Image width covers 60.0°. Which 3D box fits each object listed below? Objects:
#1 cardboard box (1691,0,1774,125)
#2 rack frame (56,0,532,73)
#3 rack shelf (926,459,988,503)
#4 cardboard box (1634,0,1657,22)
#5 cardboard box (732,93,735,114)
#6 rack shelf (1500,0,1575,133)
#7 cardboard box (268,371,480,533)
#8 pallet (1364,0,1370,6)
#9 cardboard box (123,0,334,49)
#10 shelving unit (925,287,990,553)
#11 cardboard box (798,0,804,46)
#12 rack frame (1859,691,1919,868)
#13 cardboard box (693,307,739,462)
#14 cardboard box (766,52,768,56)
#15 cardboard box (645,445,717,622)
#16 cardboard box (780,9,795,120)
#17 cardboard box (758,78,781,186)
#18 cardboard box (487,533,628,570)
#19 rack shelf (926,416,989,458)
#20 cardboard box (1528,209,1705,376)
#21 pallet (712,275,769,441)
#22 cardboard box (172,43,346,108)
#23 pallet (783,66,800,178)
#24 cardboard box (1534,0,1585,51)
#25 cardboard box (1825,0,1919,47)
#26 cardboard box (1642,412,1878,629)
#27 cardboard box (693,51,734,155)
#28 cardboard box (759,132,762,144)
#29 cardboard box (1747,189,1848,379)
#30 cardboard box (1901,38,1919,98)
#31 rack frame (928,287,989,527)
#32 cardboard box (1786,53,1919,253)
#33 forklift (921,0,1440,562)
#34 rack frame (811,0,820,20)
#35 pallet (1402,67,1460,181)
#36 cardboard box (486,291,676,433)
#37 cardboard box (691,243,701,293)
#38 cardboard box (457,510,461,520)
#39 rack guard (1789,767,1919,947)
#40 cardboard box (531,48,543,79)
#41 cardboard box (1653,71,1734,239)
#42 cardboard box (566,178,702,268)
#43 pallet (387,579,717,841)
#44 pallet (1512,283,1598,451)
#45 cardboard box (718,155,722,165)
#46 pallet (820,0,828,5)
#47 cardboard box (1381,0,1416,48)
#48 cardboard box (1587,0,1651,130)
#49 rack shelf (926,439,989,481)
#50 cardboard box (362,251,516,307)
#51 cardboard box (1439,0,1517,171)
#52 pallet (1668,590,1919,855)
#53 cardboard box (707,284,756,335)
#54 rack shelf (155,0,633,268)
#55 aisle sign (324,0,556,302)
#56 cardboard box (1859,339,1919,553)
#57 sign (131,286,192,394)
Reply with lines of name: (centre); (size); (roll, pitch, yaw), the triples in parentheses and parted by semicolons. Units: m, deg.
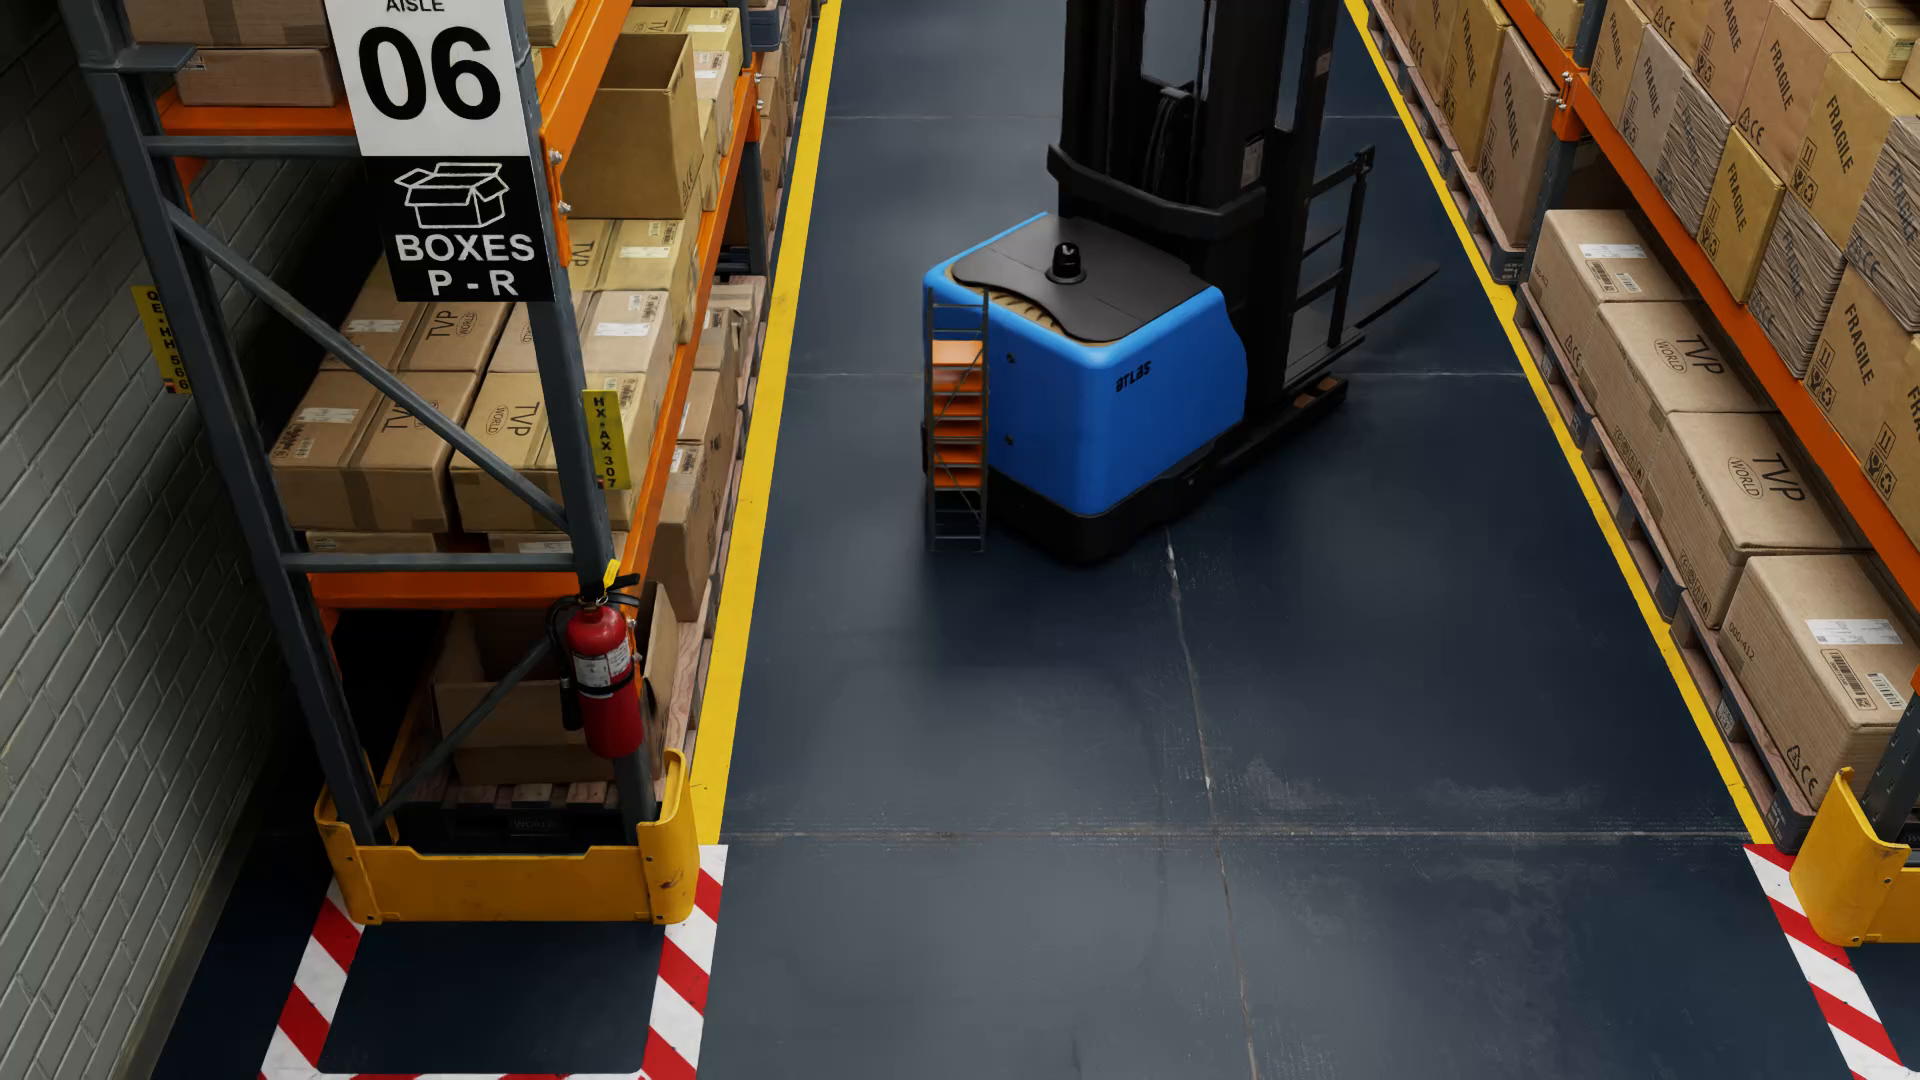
cardboard box: (3.203, -1.932, 6.382); (0.500, 0.500, 0.500); (1, 39, 1)
rack frame: (-1.498, -2.270, 2.887); (1.000, 3.000, 0.127); (0, 39, 0)
rack shelf: (-0.009, -0.251, 7.058); (0.258, 0.103, 0.180); (1, 39, 1)
cardboard box: (3.219, -2.568, 7.176); (0.500, 0.500, 0.500); (0, 39, 0)
cardboard box: (-1.228, -1.971, 7.511); (0.380, 0.149, 0.250); (1, 39, 1)
rack shelf: (3.459, -3.407, 9.678); (1.077, 0.370, 4.000); (0, 39, 0)
cardboard box: (-1.764, -0.274, 5.076); (0.500, 0.250, 0.500); (1, 39, 1)
pallet: (3.457, -4.339, 12.495); (1.003, 0.211, 1.213); (0, 39, 0)
cardboard box: (-1.771, -1.435, 4.126); (0.500, 0.250, 0.500); (-1, 39, -1)
shelving unit: (-0.009, -0.473, 6.880); (0.258, 1.200, 0.189); (1, 39, 1)
cardboard box: (-1.302, -3.543, 10.936); (0.500, 0.500, 0.500); (-1, 39, -1)
rack frame: (3.465, 0.065, 4.771); (1.000, 3.000, 0.127); (0, 39, 0)
cardboard box: (-1.367, -0.684, 7.368); (0.700, 0.500, 0.500); (-1, 39, -2)
cardboard box: (-1.301, -2.913, 9.631); (0.380, 0.149, 0.250); (1, 39, 2)
cardboard box: (-1.366, -0.035, 6.558); (0.700, 0.500, 0.500); (1, 39, 2)
cardboard box: (-1.279, -2.891, 10.122); (0.500, 0.500, 0.500); (-1, 39, -2)
cardboard box: (-1.289, -2.255, 9.328); (0.500, 0.500, 0.500); (-1, 39, -1)
cardboard box: (-1.224, -0.037, 5.099); (0.380, 0.149, 0.250); (0, 39, 0)
rack shelf: (-0.009, -0.438, 6.908); (0.258, 0.103, 0.180); (1, 39, 1)
cardboard box: (3.354, -1.208, 8.072); (0.875, 0.438, 0.875); (-1, 39, -1)
pallet: (-1.503, -0.913, 8.221); (1.003, 0.211, 1.213); (0, 39, 0)
cardboard box: (-1.730, -1.202, 4.153); (0.380, 0.149, 0.250); (1, 39, 1)
pallet: (-1.546, -2.616, 10.346); (1.003, 0.211, 1.213); (0, 39, 0)
cardboard box: (3.208, -2.658, 8.289); (0.500, 0.250, 0.500); (-1, 39, -1)
cardboard box: (3.227, -1.804, 5.704); (0.380, 0.149, 0.250); (1, 39, 1)
cardboard box: (3.355, -0.084, 6.670); (0.875, 0.438, 0.875); (1, 39, 1)
cardboard box: (-1.243, -1.857, 7.050); (0.500, 0.250, 0.500); (0, 39, 0)
cardboard box: (-1.237, -2.097, 8.612); (0.380, 0.149, 0.250); (2, 39, 2)
cardboard box: (3.204, -0.911, 5.908); (0.500, 0.500, 0.500); (1, 39, 1)
cardboard box: (3.267, -1.483, 5.304); (0.380, 0.149, 0.250); (0, 39, 0)
rack frame: (-0.007, -0.530, 6.952); (0.240, 1.200, 0.006); (1, 39, 1)
cardboard box: (3.200, -1.302, 5.596); (0.500, 0.500, 0.500); (0, 39, 0)
forklift: (1.215, -1.872, 7.242); (1.130, 2.935, 3.031); (31, 48, 33)
rack frame: (-1.507, -4.932, 11.006); (1.000, 3.000, 0.127); (0, 39, 0)
pallet: (3.380, -2.596, 10.320); (1.003, 0.211, 1.213); (0, 39, 0)
cardboard box: (-1.230, -0.586, 5.465); (0.500, 0.250, 0.500); (0, 39, 0)
cardboard box: (-1.197, -1.007, 6.309); (0.380, 0.149, 0.250); (1, 39, 1)
cardboard box: (-1.706, -0.197, 5.298); (0.380, 0.149, 0.250); (1, 39, 1)
rack guard: (3.466, 1.055, 5.534); (1.175, 0.500, 0.348); (0, 39, 0)
cardboard box: (-1.266, -1.201, 4.153); (0.380, 0.149, 0.250); (1, 39, 1)
cardboard box: (3.190, -1.556, 6.713); (0.500, 0.500, 0.500); (0, 39, 0)
cardboard box: (-1.256, -1.223, 6.259); (0.500, 0.250, 0.500); (-1, 39, -1)
pallet: (-1.500, 0.613, 6.317); (1.003, 0.211, 1.213); (0, 39, 0)
pallet: (3.384, -0.873, 8.170); (1.003, 0.211, 1.213); (0, 39, 0)
cardboard box: (-1.230, -1.644, 7.104); (0.380, 0.149, 0.250); (1, 39, 1)
pallet: (-1.469, -4.359, 12.520); (1.003, 0.211, 1.213); (0, 39, 0)
cardboard box: (3.374, -3.841, 11.007); (0.875, 0.875, 0.875); (0, 39, 0)
cardboard box: (3.200, -2.182, 7.494); (0.500, 0.500, 0.500); (1, 39, 1)
rack shelf: (-0.009, -0.345, 6.983); (0.258, 0.103, 0.180); (1, 39, 1)
cardboard box: (-1.759, -0.906, 5.865); (0.500, 0.250, 0.500); (1, 39, 1)
cardboard box: (3.371, -2.724, 9.614); (0.875, 0.875, 0.875); (1, 39, 1)
pallet: (3.386, 0.653, 6.266); (1.003, 0.211, 1.213); (0, 39, 0)
cardboard box: (-1.208, -1.134, 8.210); (0.380, 0.149, 0.250); (-1, 39, -1)
rack shelf: (-1.500, -2.070, 5.611); (1.077, 0.370, 4.000); (0, 39, 0)
aisle sign: (-1.204, -0.901, 3.897); (0.394, 0.787, 0.004); (0, 39, 0)
cardboard box: (3.200, -0.276, 5.115); (0.500, 0.500, 0.500); (0, 39, 0)
sign: (-2.053, -0.517, 4.317); (0.100, 0.325, 0.005); (0, 39, 0)
